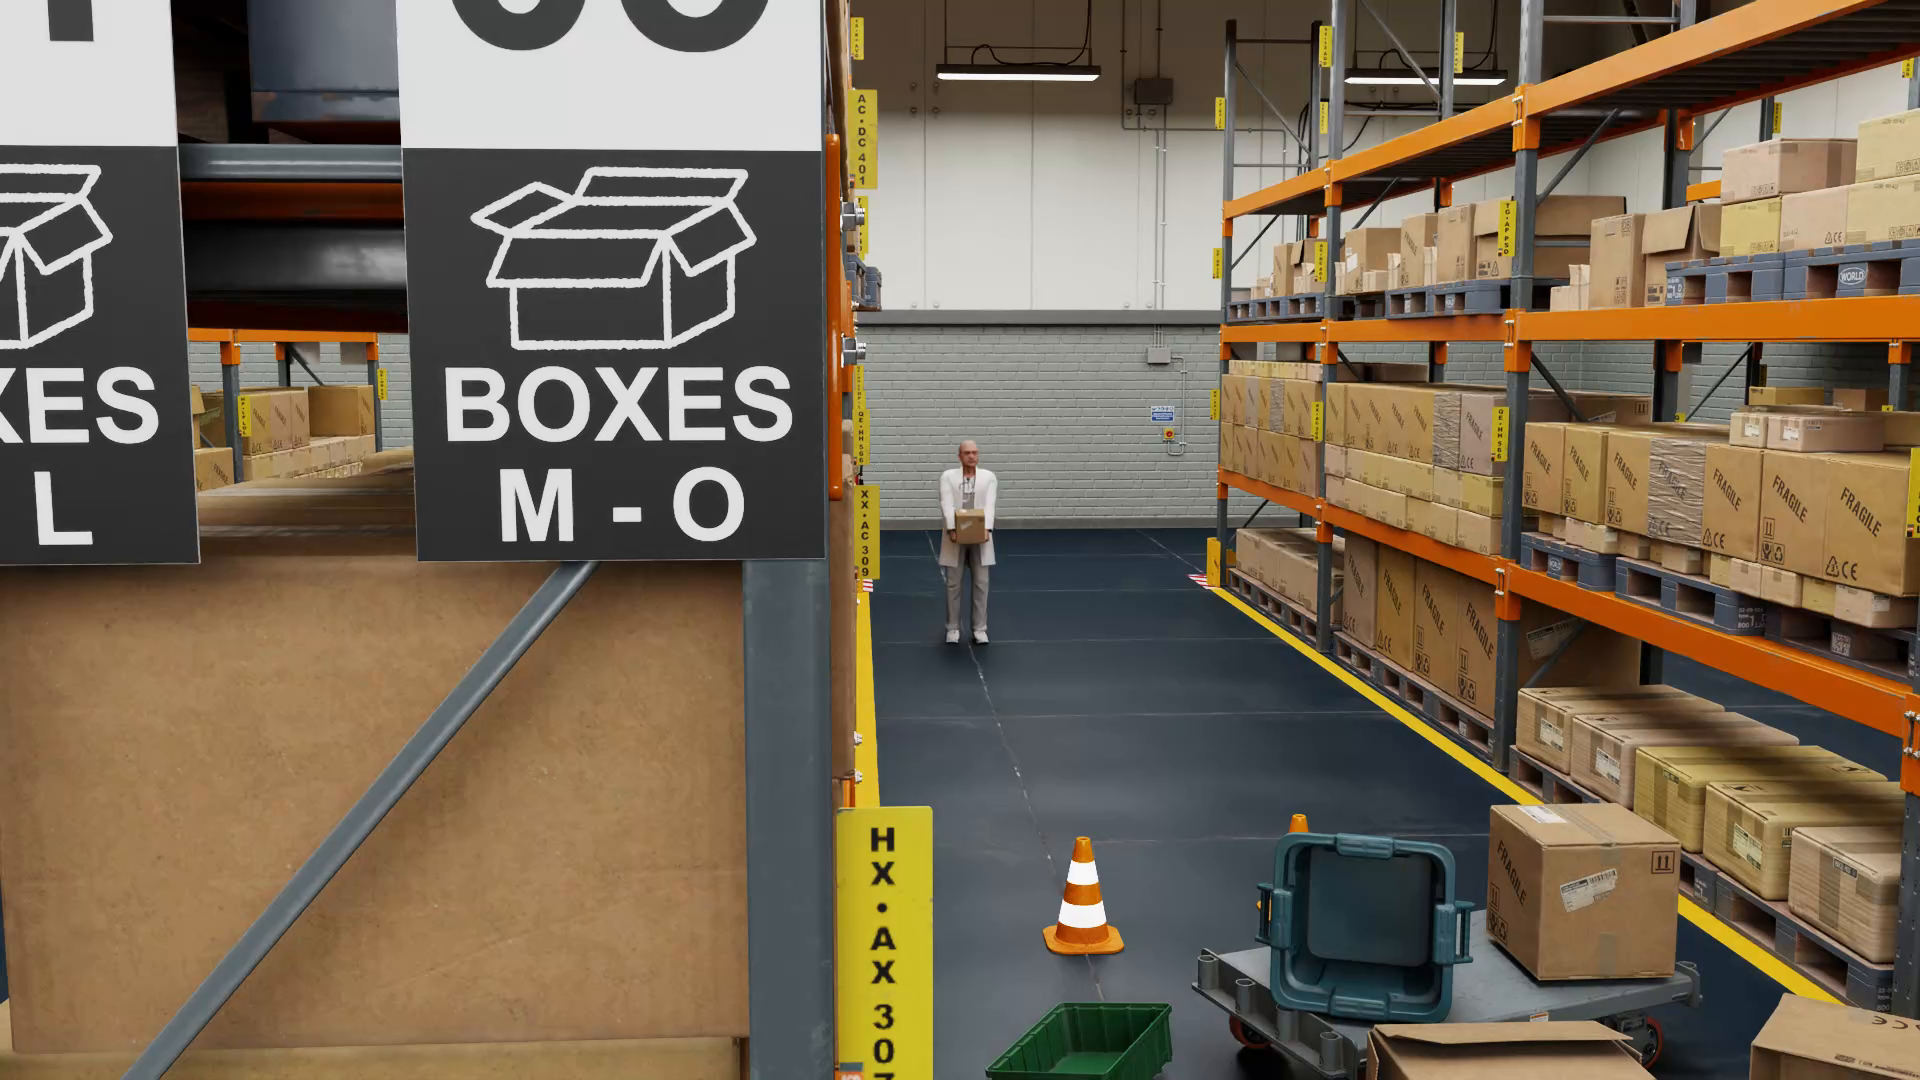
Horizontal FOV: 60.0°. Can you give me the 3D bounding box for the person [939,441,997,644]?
[{"bbox_3d":[0.077,0.023,14.623,0.525,1.779,0.545,0,7,-4],"label":"person"}]
